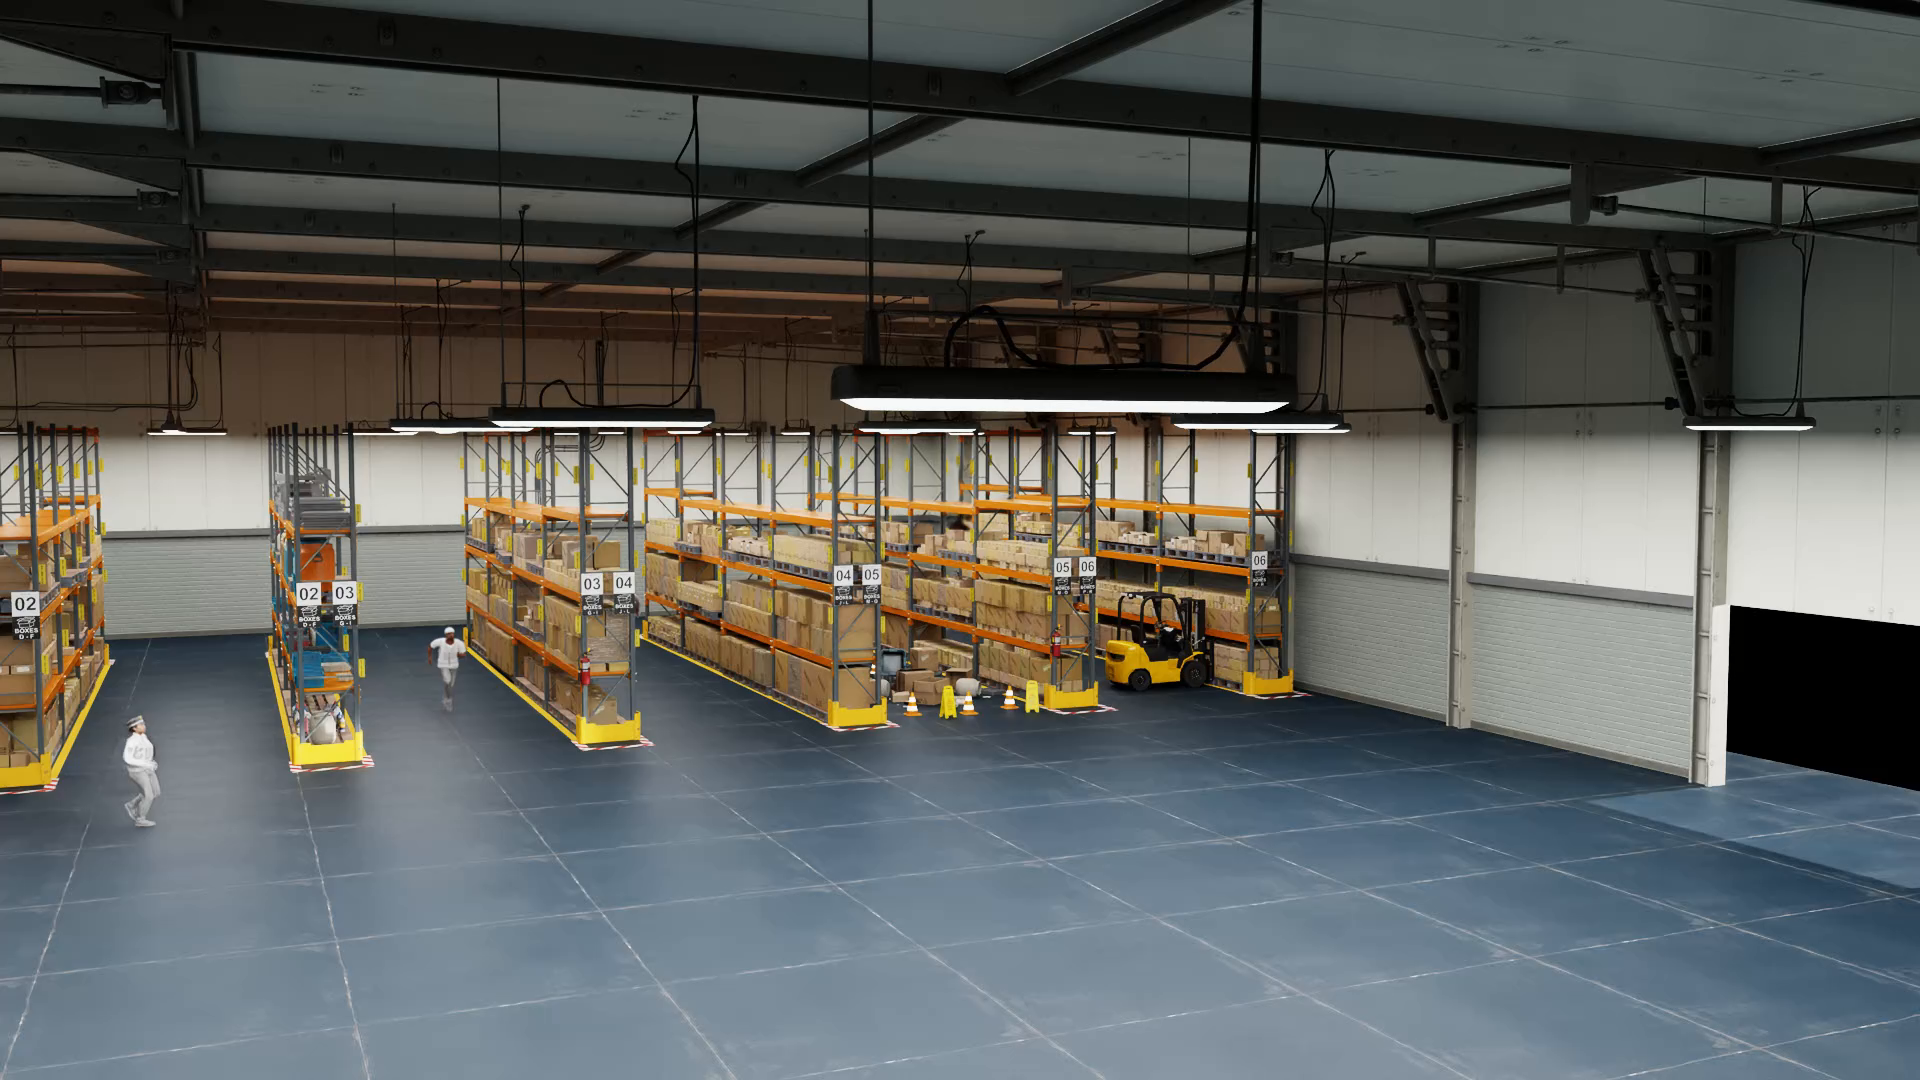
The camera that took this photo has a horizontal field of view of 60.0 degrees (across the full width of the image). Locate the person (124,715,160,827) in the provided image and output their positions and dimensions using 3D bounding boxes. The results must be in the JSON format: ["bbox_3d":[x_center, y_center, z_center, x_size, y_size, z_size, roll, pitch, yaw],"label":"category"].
[{"bbox_3d":[-12.070,3.398,24.498,0.572,1.648,0.612,0,3,-1],"label":"person"}]

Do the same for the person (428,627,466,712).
[{"bbox_3d":[-10.787,2.711,35.036,0.729,1.789,0.839,-2,4,-30],"label":"person"}]

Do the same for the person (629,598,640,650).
[{"bbox_3d":[-8.954,2.173,44.501,0.719,1.733,0.948,-2,4,-32],"label":"person"}]
